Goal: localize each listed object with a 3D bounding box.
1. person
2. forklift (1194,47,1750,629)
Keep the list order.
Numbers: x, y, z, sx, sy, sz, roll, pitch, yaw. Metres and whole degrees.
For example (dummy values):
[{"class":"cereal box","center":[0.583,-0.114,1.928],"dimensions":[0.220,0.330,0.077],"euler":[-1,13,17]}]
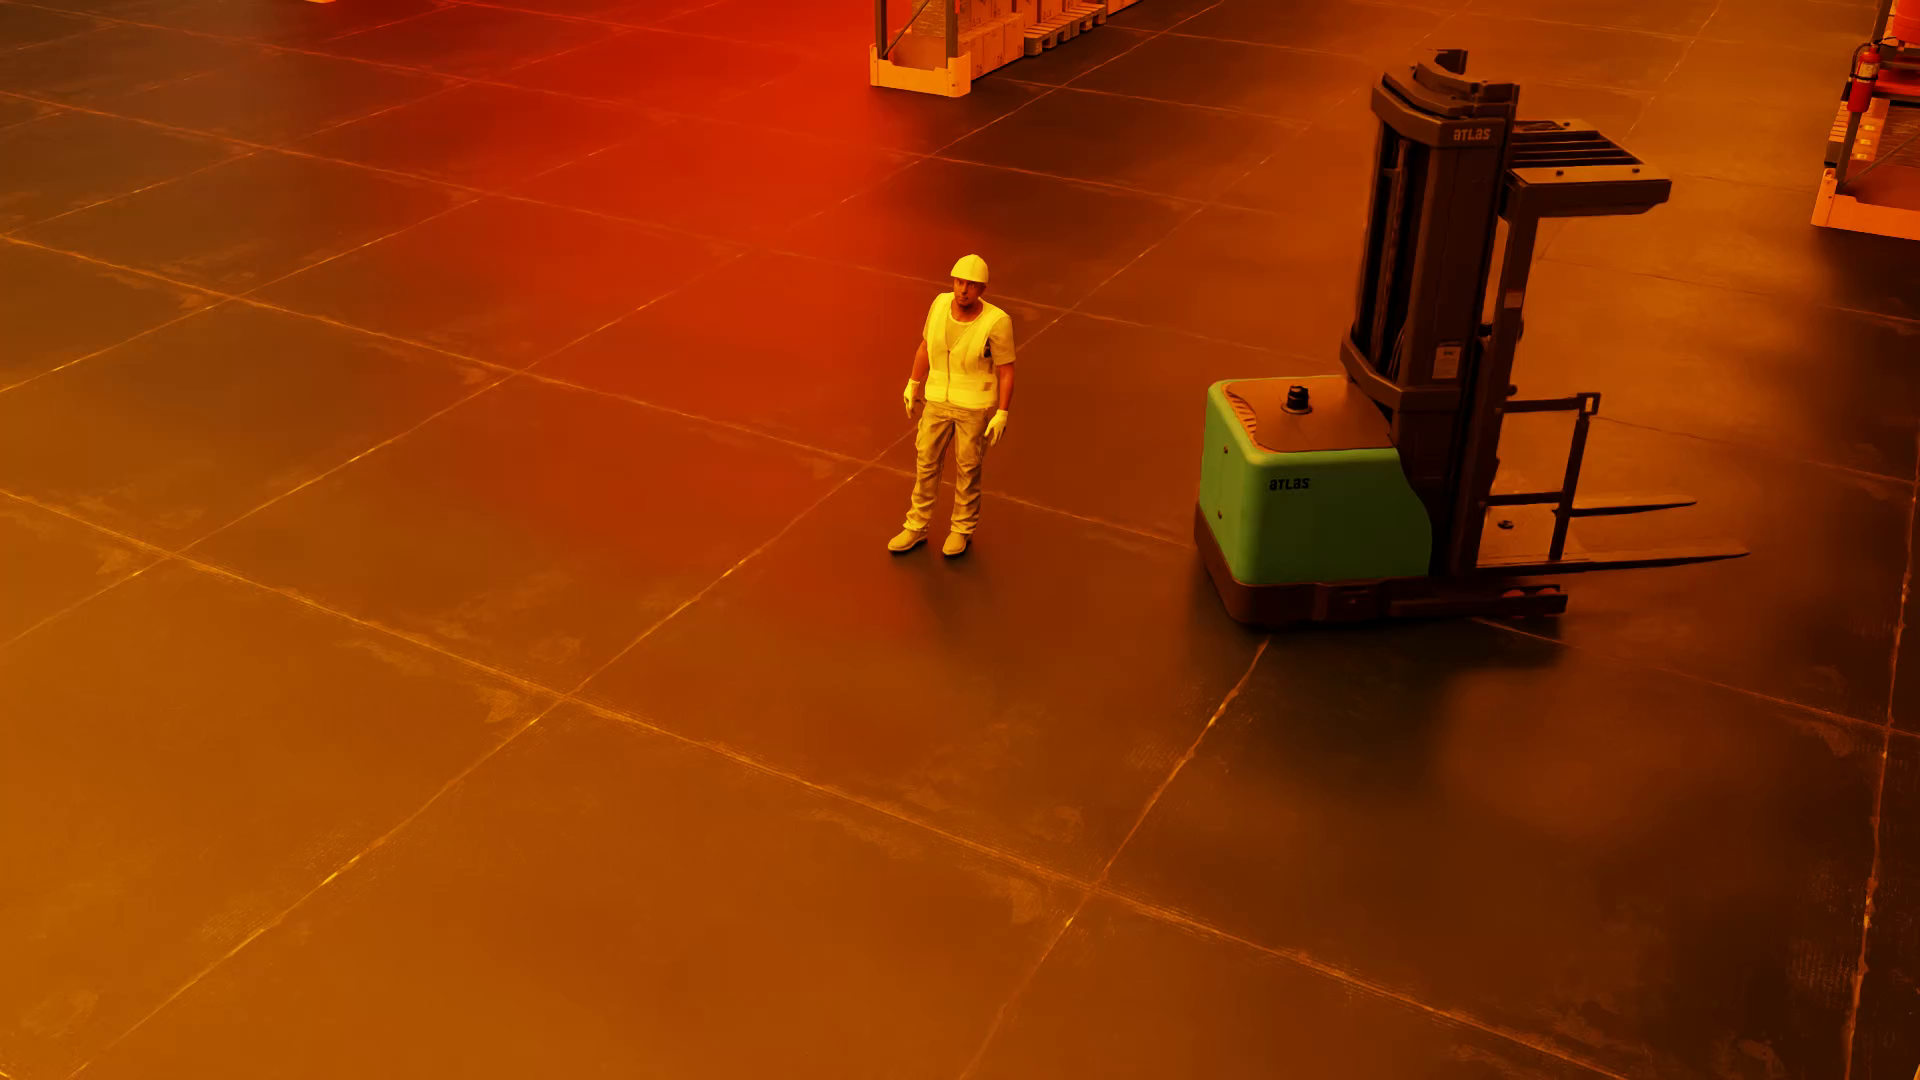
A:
[{"class":"person","center":[-0.043,-0.750,9.503],"dimensions":[0.656,1.782,0.577],"euler":[15,33,25]},{"class":"forklift","center":[2.941,-1.087,8.953],"dimensions":[3.031,2.935,1.130],"euler":[-3,30,-5]}]
